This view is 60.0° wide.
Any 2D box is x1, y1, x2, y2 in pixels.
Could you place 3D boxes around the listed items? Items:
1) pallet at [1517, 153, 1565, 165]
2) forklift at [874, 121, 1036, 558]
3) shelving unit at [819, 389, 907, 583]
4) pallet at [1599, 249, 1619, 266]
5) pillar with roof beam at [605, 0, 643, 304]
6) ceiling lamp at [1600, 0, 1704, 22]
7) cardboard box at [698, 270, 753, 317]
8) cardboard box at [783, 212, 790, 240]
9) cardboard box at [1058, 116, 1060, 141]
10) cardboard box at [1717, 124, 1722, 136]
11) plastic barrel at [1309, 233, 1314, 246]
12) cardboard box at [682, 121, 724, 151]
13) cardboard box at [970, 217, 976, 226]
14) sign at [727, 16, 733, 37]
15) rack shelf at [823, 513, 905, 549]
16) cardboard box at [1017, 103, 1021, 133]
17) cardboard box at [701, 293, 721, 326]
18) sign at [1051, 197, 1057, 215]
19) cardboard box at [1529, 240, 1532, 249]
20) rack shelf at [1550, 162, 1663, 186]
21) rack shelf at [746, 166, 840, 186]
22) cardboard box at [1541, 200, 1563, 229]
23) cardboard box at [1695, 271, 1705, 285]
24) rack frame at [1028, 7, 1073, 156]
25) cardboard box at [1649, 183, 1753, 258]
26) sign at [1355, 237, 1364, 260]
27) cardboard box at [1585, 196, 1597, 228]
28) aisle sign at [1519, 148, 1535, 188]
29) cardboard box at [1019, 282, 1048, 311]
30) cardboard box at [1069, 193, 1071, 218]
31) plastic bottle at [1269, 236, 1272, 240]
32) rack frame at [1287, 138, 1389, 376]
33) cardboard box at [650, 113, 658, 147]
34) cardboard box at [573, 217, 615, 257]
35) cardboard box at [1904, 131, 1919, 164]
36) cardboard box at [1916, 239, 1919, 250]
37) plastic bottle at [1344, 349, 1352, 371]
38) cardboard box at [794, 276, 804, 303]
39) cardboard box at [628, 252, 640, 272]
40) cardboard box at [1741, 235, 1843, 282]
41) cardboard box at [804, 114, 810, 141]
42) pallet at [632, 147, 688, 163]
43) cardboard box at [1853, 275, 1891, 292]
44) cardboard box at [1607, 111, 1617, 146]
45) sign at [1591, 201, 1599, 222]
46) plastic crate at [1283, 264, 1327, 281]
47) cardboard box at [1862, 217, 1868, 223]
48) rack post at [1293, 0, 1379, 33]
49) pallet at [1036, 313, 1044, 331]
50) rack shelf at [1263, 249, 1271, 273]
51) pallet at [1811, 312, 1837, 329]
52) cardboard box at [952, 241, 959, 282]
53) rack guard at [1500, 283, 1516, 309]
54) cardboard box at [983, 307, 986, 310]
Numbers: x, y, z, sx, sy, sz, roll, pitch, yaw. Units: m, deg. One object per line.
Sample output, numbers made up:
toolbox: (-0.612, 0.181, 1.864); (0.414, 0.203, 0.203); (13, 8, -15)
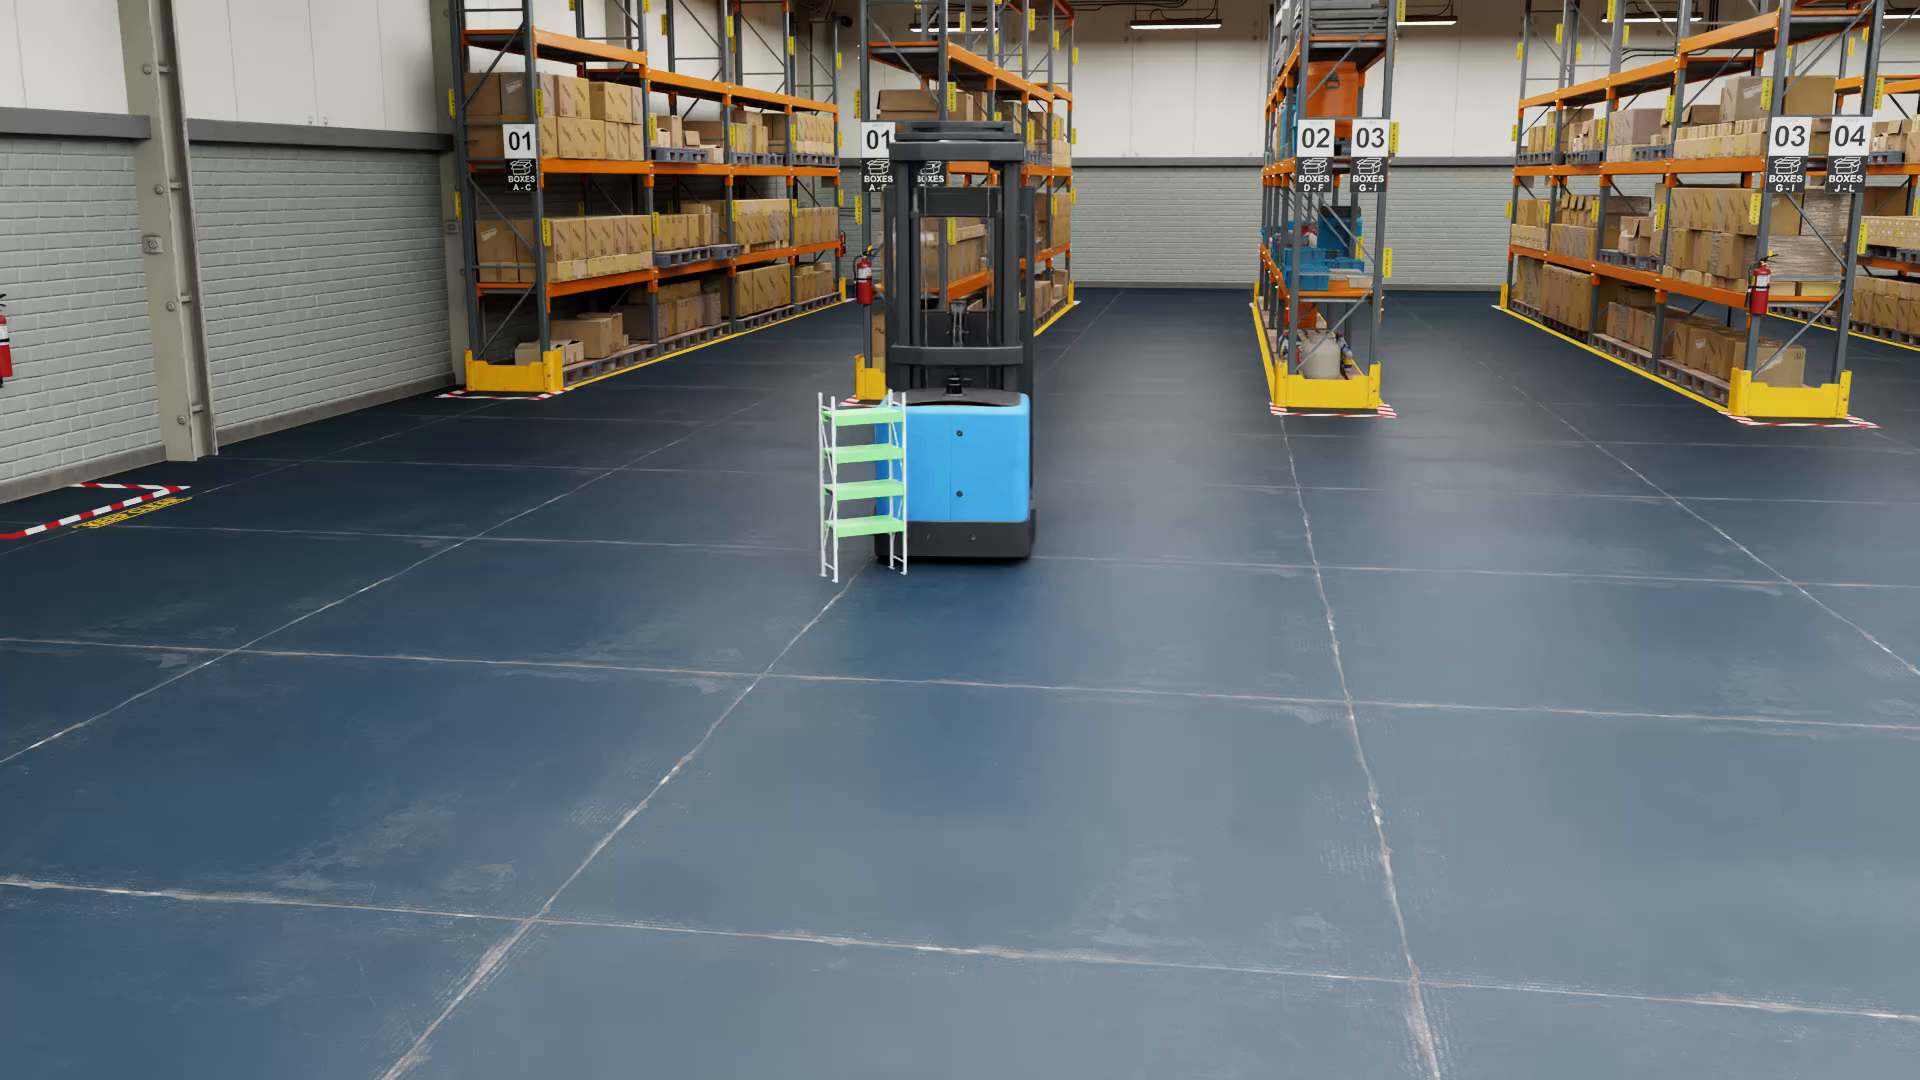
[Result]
pallet: (11.501, -7.435, 32.464); (1.003, 0.211, 1.213); (2, 12, 9)
forklift: (0.007, -1.570, 12.321); (1.130, 2.935, 3.031); (1, 12, 2)
shelving unit: (-0.629, -0.358, 10.806); (0.503, 1.200, 0.258); (-6, 13, -25)
pallet: (10.370, -4.256, 25.077); (1.213, 0.211, 1.003); (2, 12, 9)
pillar with roof beam: (-1.109, -7.534, 25.590); (9.100, 9.000, 0.400); (2, 12, 9)
ceiling lamp: (14.523, -12.430, 34.453); (2.000, 3.185, 0.800); (2, 12, 9)
cardboard box: (-4.066, -4.286, 28.868); (0.750, 0.750, 0.750); (2, 12, 8)
cardboard box: (-3.515, -5.915, 31.331); (0.500, 0.500, 0.500); (2, 12, 8)
cardboard box: (1.623, -8.176, 33.081); (0.700, 0.500, 0.500); (2, 12, 9)
cardboard box: (9.236, -4.872, 19.768); (0.380, 0.149, 0.250); (2, 12, 10)
plastic barrel: (5.469, -4.408, 25.061); (0.421, 0.512, 0.421); (0, 12, 0)
cardboard box: (-4.292, -6.814, 28.090); (0.700, 0.500, 0.500); (1, 12, 4)
cardboard box: (-0.167, -4.476, 22.325); (0.700, 0.500, 0.500); (2, 12, 9)
sign: (-3.771, -8.395, 27.184); (0.100, 0.325, 0.005); (2, 12, 9)
rack shelf: (-0.629, -0.061, 10.870); (0.480, 0.148, 0.258); (-6, 13, -25)
cardboard box: (0.739, -7.024, 27.735); (0.500, 0.500, 0.500); (2, 12, 9)
cardboard box: (-4.368, -3.825, 27.509); (0.700, 0.500, 0.500); (2, 12, 9)
sign: (1.751, -6.205, 30.916); (0.100, 0.325, 0.005); (2, 12, 9)
cardboard box: (10.910, -5.553, 31.236); (0.380, 0.149, 0.250); (2, 12, 8)
rack shelf: (10.682, -6.032, 27.453); (1.077, 0.370, 4.000); (2, 12, 9)
rack shelf: (-3.386, -7.347, 33.550); (1.077, 0.370, 4.000); (2, 12, 9)
cardboard box: (10.796, -5.877, 30.014); (0.500, 0.500, 0.500); (2, 12, 10)
cardboard box: (9.212, -3.198, 20.310); (0.380, 0.149, 0.250); (2, 12, 9)
rack frame: (1.817, -9.421, 34.349); (1.000, 3.000, 0.127); (2, 12, 9)
cardboard box: (10.020, -4.328, 22.536); (1.000, 1.000, 1.000); (2, 12, 9)
sign: (5.407, -3.944, 22.519); (0.100, 0.325, 0.005); (2, 12, 9)
cardboard box: (10.606, -5.328, 26.978); (0.797, 0.503, 0.637); (2, 12, 10)
aisle sign: (11.320, -7.462, 33.329); (0.394, 0.787, 0.004); (2, 12, 9)
cardboard box: (1.325, -4.434, 30.339); (0.500, 0.500, 0.500); (2, 12, 9)
cardboard box: (2.020, -6.925, 34.394); (0.500, 0.500, 0.500); (2, 12, 8)
plastic bottle: (5.583, -5.297, 29.756); (0.097, 0.271, 0.097); (0, 12, 0)
rack frame: (4.250, -2.997, 18.778); (1.000, 3.000, 0.127); (2, 12, 9)
cardboard box: (-4.761, -5.982, 24.277); (0.500, 0.500, 0.500); (4, 13, 17)
cardboard box: (-4.929, -4.028, 22.093); (0.500, 0.500, 0.500); (2, 12, 10)
cardboard box: (15.242, -6.171, 26.148); (0.500, 0.500, 0.500); (2, 12, 9)
cardboard box: (14.882, -4.520, 25.445); (0.380, 0.149, 0.250); (2, 12, 10)
plastic bottle: (4.837, -2.245, 20.724); (0.097, 0.271, 0.097); (0, 12, 0)
cardboard box: (-3.477, -4.951, 32.785); (0.700, 0.500, 0.500); (2, 12, 9)
cardboard box: (-4.782, -3.875, 23.162); (0.500, 0.250, 0.500); (2, 12, 9)
cardboard box: (9.256, -3.144, 18.519); (0.875, 0.500, 0.500); (2, 12, 9)
cardboard box: (-3.234, -8.076, 32.569); (0.500, 0.500, 0.500); (2, 12, 7)
pallet: (-4.724, -5.650, 24.415); (1.213, 0.211, 1.003); (2, 12, 9)
cardboard box: (15.501, -4.357, 28.247); (0.500, 0.250, 0.500); (1, 12, 6)
cardboard box: (10.048, -6.172, 24.966); (0.500, 0.500, 0.500); (2, 12, 9)
sign: (9.826, -5.085, 25.719); (0.100, 0.325, 0.005); (2, 12, 9)
plastic crate: (4.137, -3.173, 19.949); (0.499, 0.251, 0.408); (2, 12, 9)
cardboard box: (15.241, -5.295, 27.631); (0.380, 0.149, 0.250); (2, 12, 8)
rack post: (4.517, -6.297, 20.030); (0.937, 0.300, 0.954); (2, 12, 8)
pallet: (0.929, -3.867, 29.438); (1.003, 0.211, 1.213); (2, 12, 9)
rack shelf: (5.788, -4.727, 28.513); (1.077, 0.370, 4.000); (2, 12, 9)
pallet: (15.944, -3.930, 29.729); (1.003, 0.211, 1.213); (2, 12, 9)
cardboard box: (-0.401, -3.516, 20.952); (0.700, 0.500, 0.500); (2, 12, 9)
rack guard: (11.609, -4.950, 33.775); (1.175, 0.500, 0.348); (2, 12, 9)
cardboard box: (0.281, -3.204, 23.938); (0.500, 0.311, 0.500); (2, 12, 9)
